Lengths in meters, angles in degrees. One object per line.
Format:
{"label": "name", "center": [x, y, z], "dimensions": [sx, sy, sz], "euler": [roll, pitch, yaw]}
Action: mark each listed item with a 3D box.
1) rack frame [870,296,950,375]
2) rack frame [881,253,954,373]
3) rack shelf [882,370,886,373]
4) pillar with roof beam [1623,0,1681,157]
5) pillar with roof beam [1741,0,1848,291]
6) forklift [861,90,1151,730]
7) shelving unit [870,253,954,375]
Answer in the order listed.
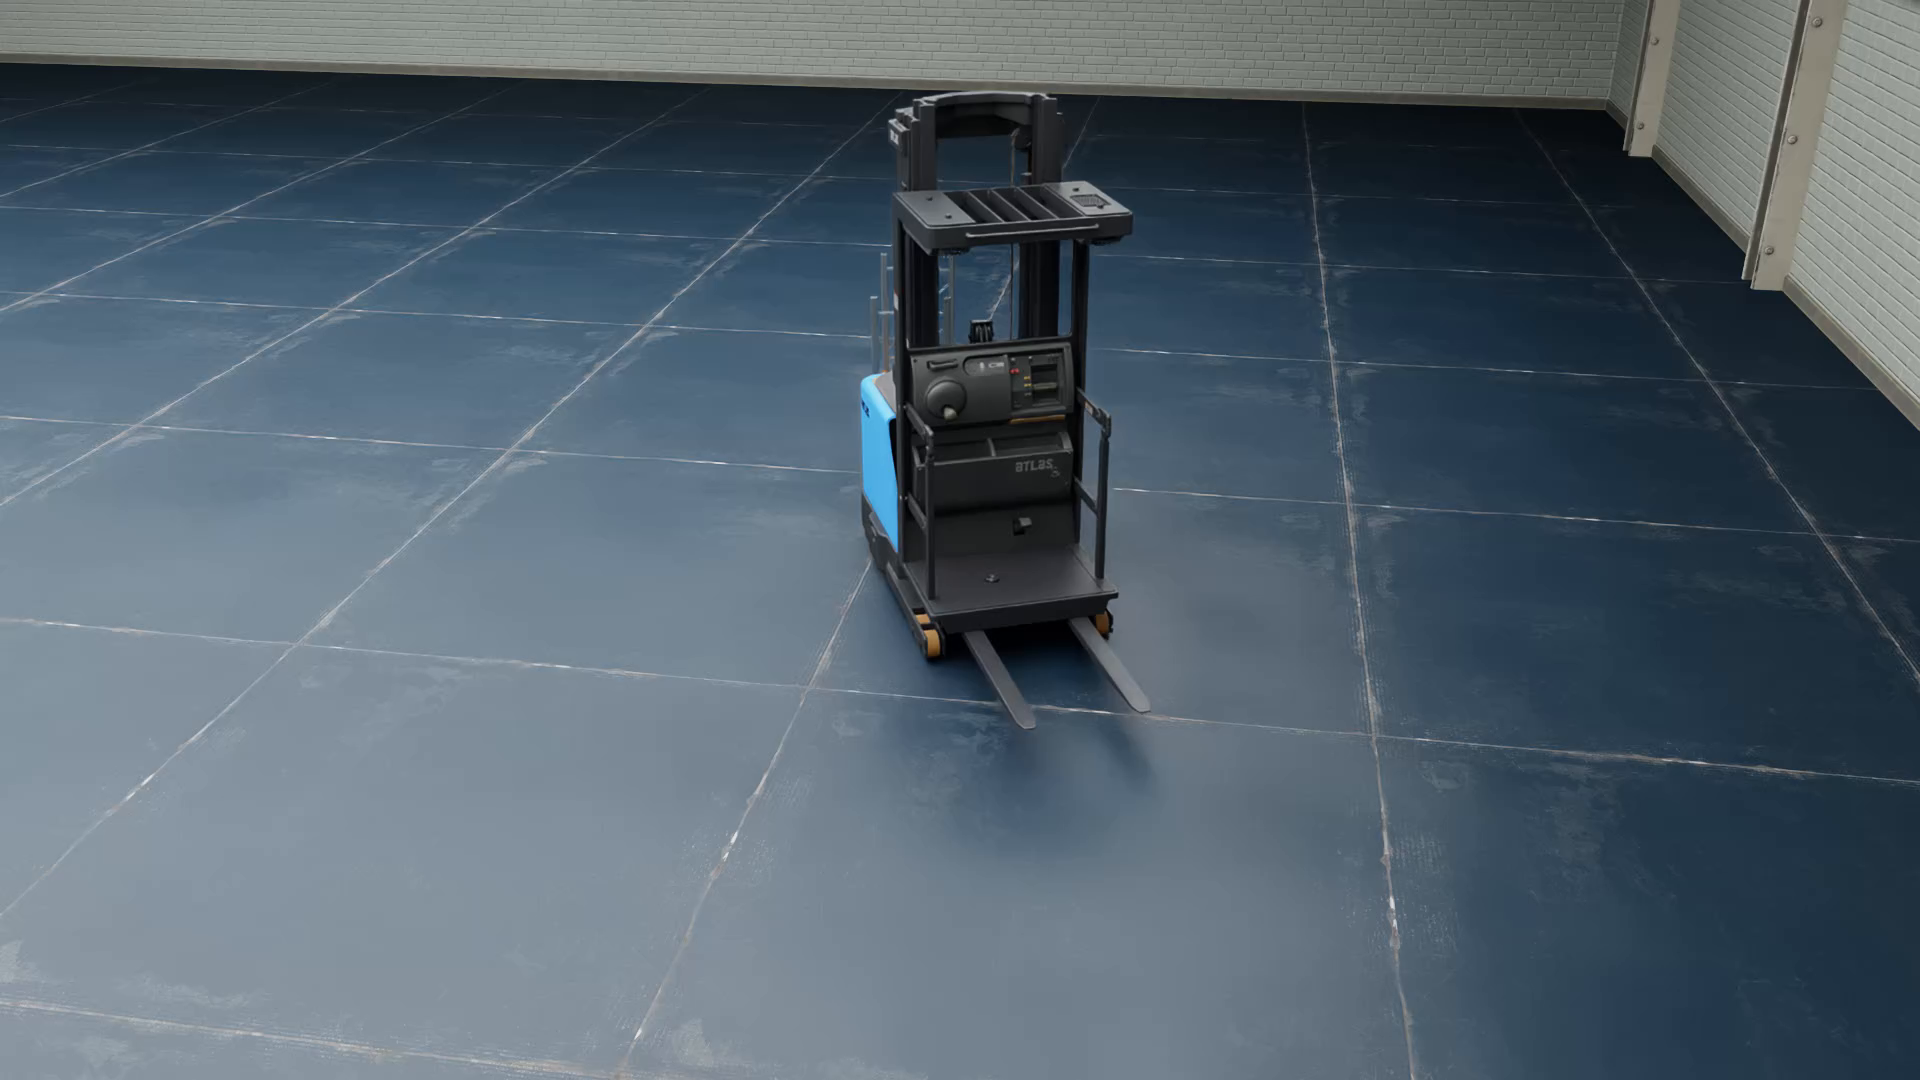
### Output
{"label": "rack frame", "center": [-0.314, -0.850, 10.797], "dimensions": [0.500, 1.500, 0.032], "euler": [1, 25, 1]}
{"label": "rack frame", "center": [-0.292, -1.281, 11.718], "dimensions": [0.500, 1.500, 0.032], "euler": [1, 25, 1]}
{"label": "rack shelf", "center": [-0.303, -0.903, 11.333], "dimensions": [0.538, 0.185, 1.000], "euler": [1, 25, 1]}
{"label": "pillar with roof beam", "center": [4.470, -9.347, 20.104], "dimensions": [9.100, 9.000, 0.400], "euler": [4, 25, 9]}
{"label": "pillar with roof beam", "center": [3.490, -6.838, 14.743], "dimensions": [9.100, 9.000, 0.400], "euler": [4, 25, 9]}
{"label": "forklift", "center": [0.243, -0.844, 9.097], "dimensions": [1.130, 2.935, 3.031], "euler": [-7, 26, -14]}
{"label": "shelving unit", "center": [-0.303, -1.062, 11.249], "dimensions": [0.587, 1.500, 1.083], "euler": [1, 25, 1]}
